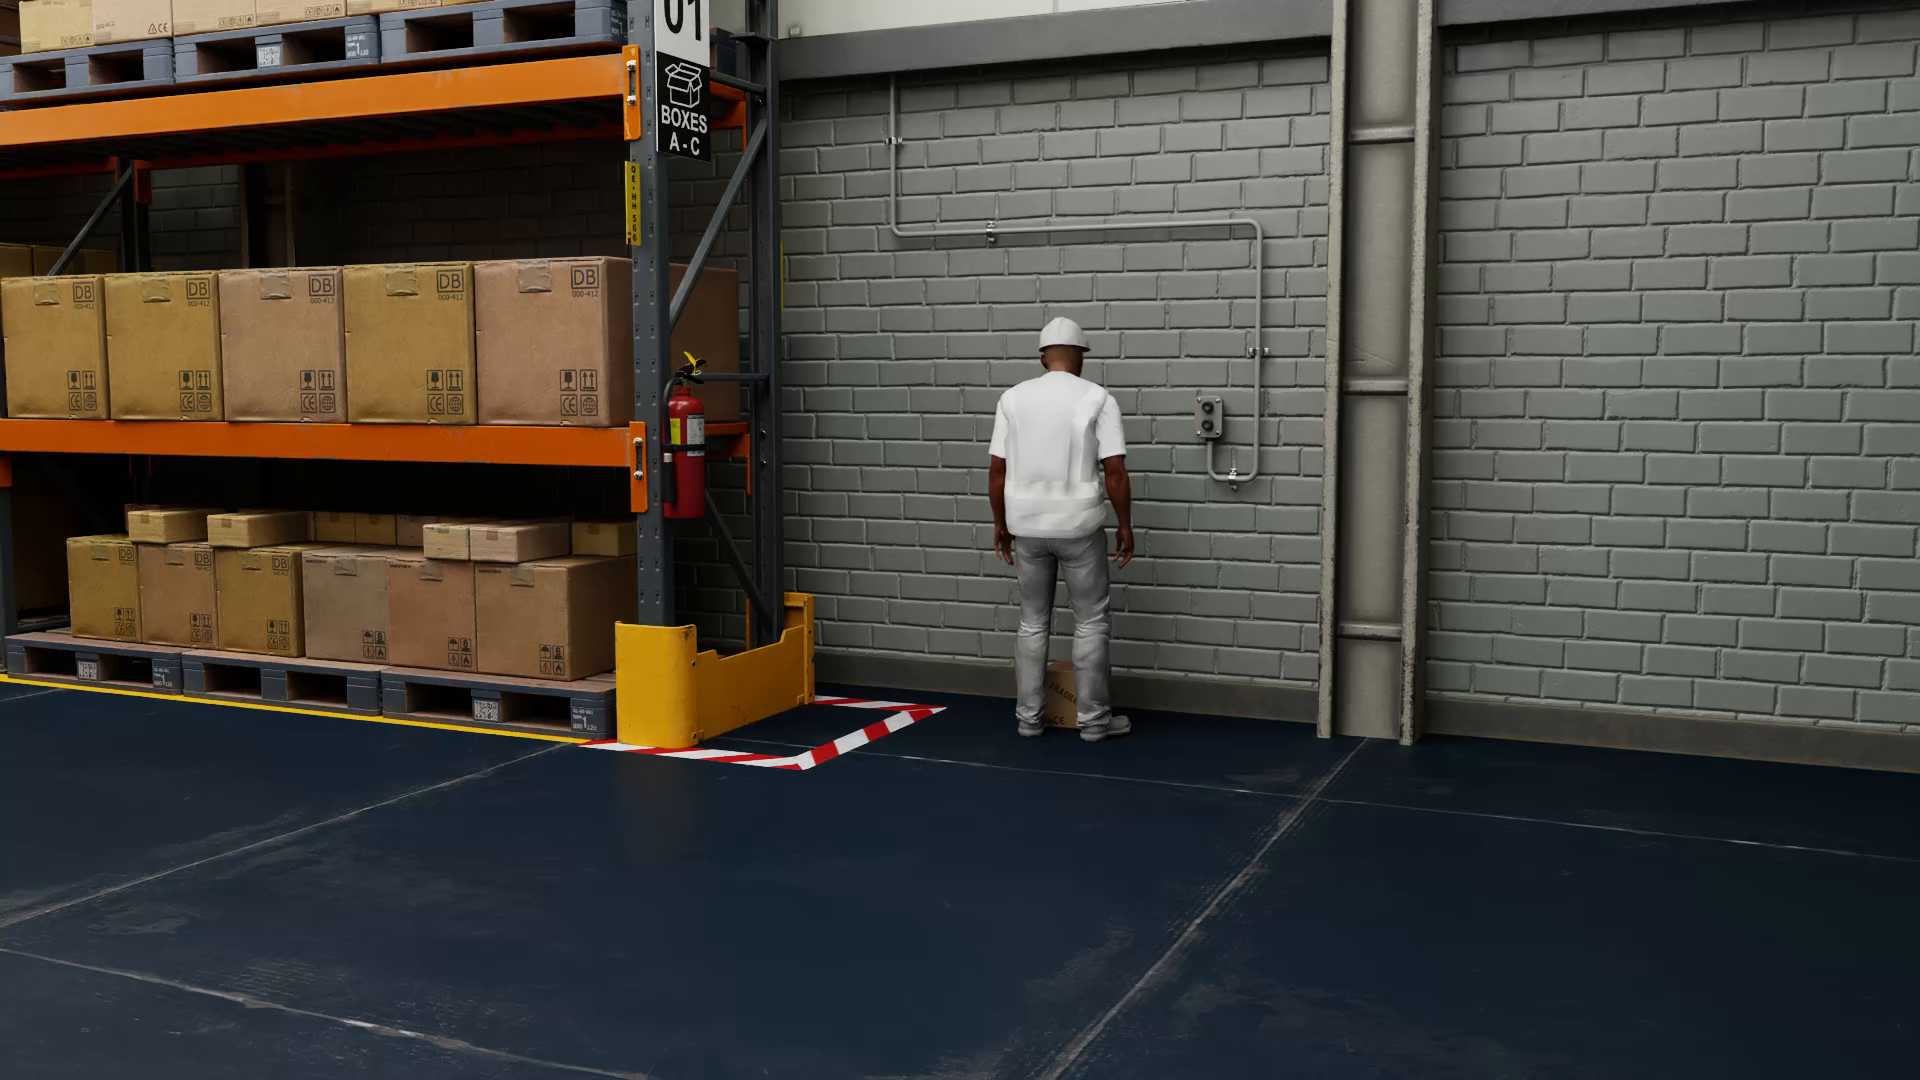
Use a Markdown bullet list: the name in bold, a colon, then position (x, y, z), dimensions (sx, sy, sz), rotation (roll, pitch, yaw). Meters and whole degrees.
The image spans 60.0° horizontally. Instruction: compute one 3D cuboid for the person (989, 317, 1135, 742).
- **person**: position (0.428, -0.053, 6.998), dimensions (0.626, 1.761, 0.459), rotation (2, 6, 23)
